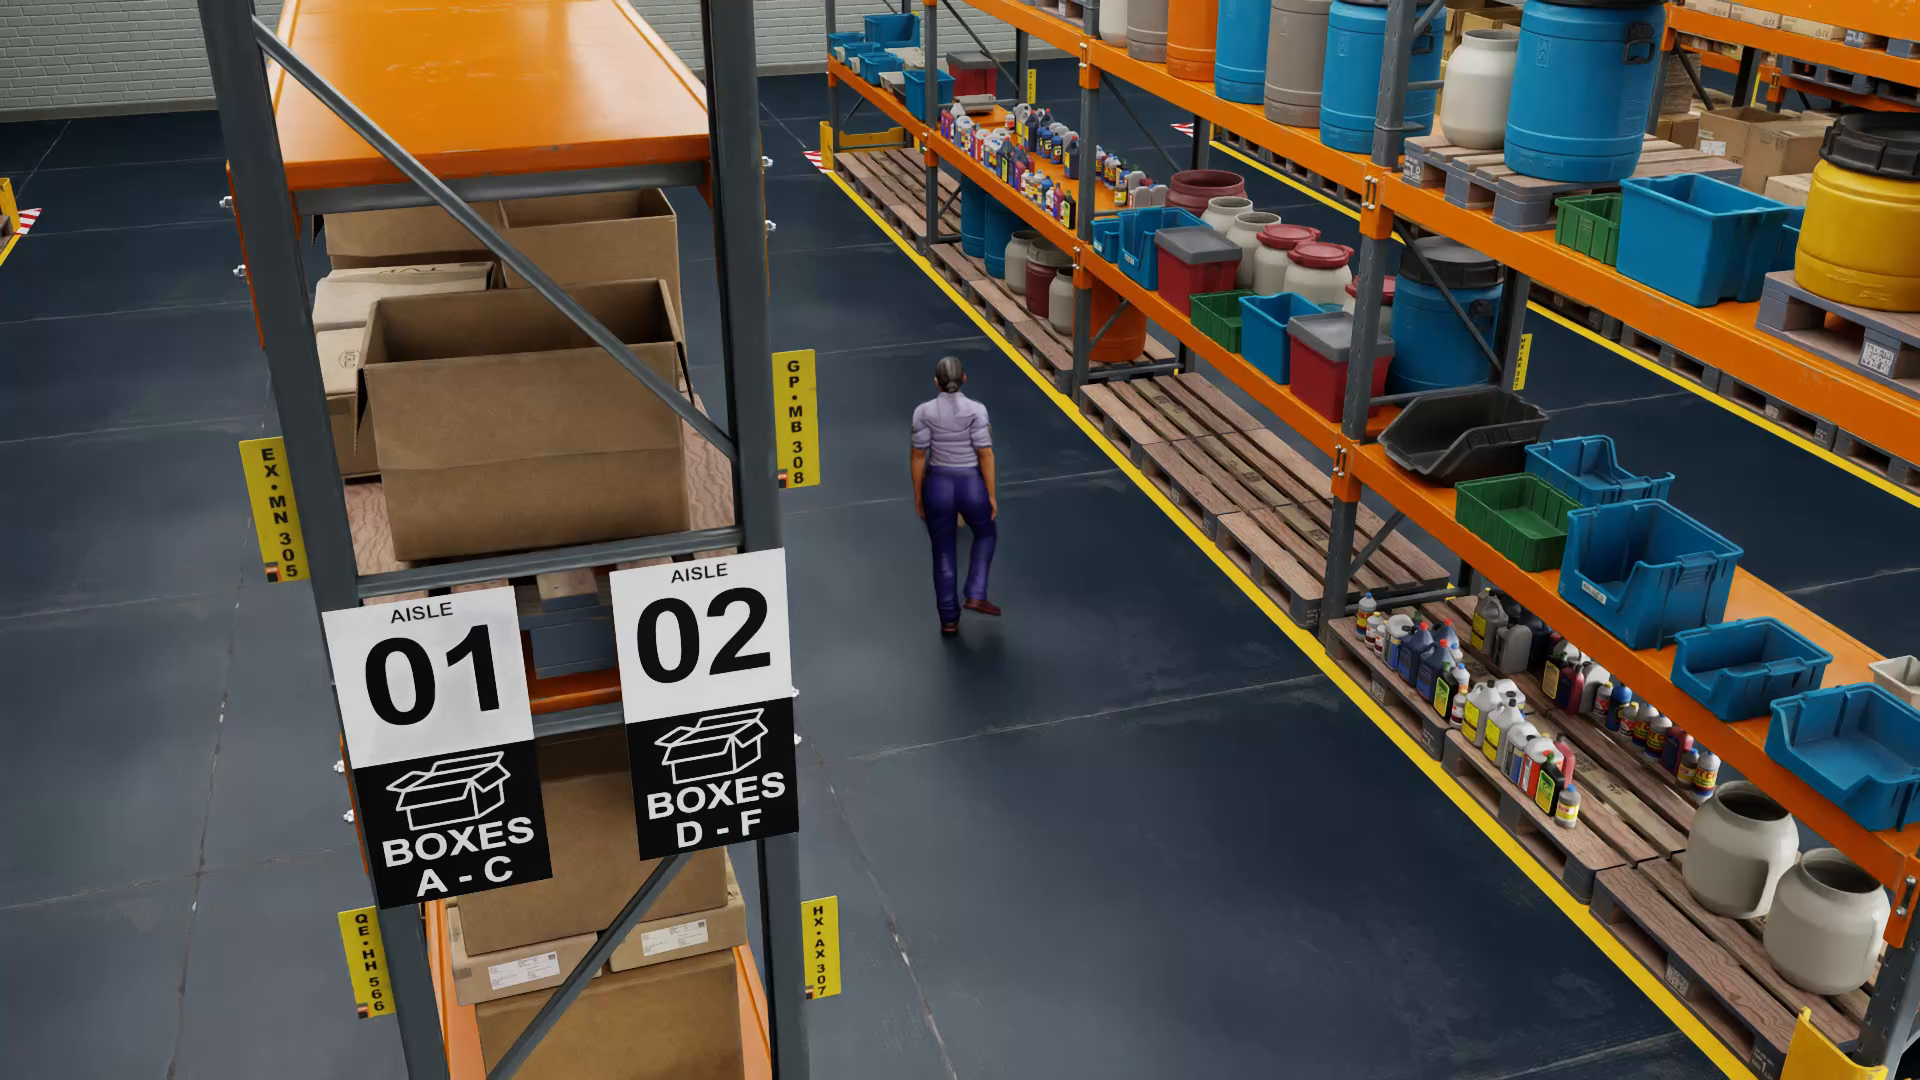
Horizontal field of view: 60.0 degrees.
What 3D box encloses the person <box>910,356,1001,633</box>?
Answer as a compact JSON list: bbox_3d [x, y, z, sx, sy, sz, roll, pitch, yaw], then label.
[{"bbox_3d":[-0.021,-0.257,9.624,0.539,1.638,0.461,2,27,4],"label":"person"}]
